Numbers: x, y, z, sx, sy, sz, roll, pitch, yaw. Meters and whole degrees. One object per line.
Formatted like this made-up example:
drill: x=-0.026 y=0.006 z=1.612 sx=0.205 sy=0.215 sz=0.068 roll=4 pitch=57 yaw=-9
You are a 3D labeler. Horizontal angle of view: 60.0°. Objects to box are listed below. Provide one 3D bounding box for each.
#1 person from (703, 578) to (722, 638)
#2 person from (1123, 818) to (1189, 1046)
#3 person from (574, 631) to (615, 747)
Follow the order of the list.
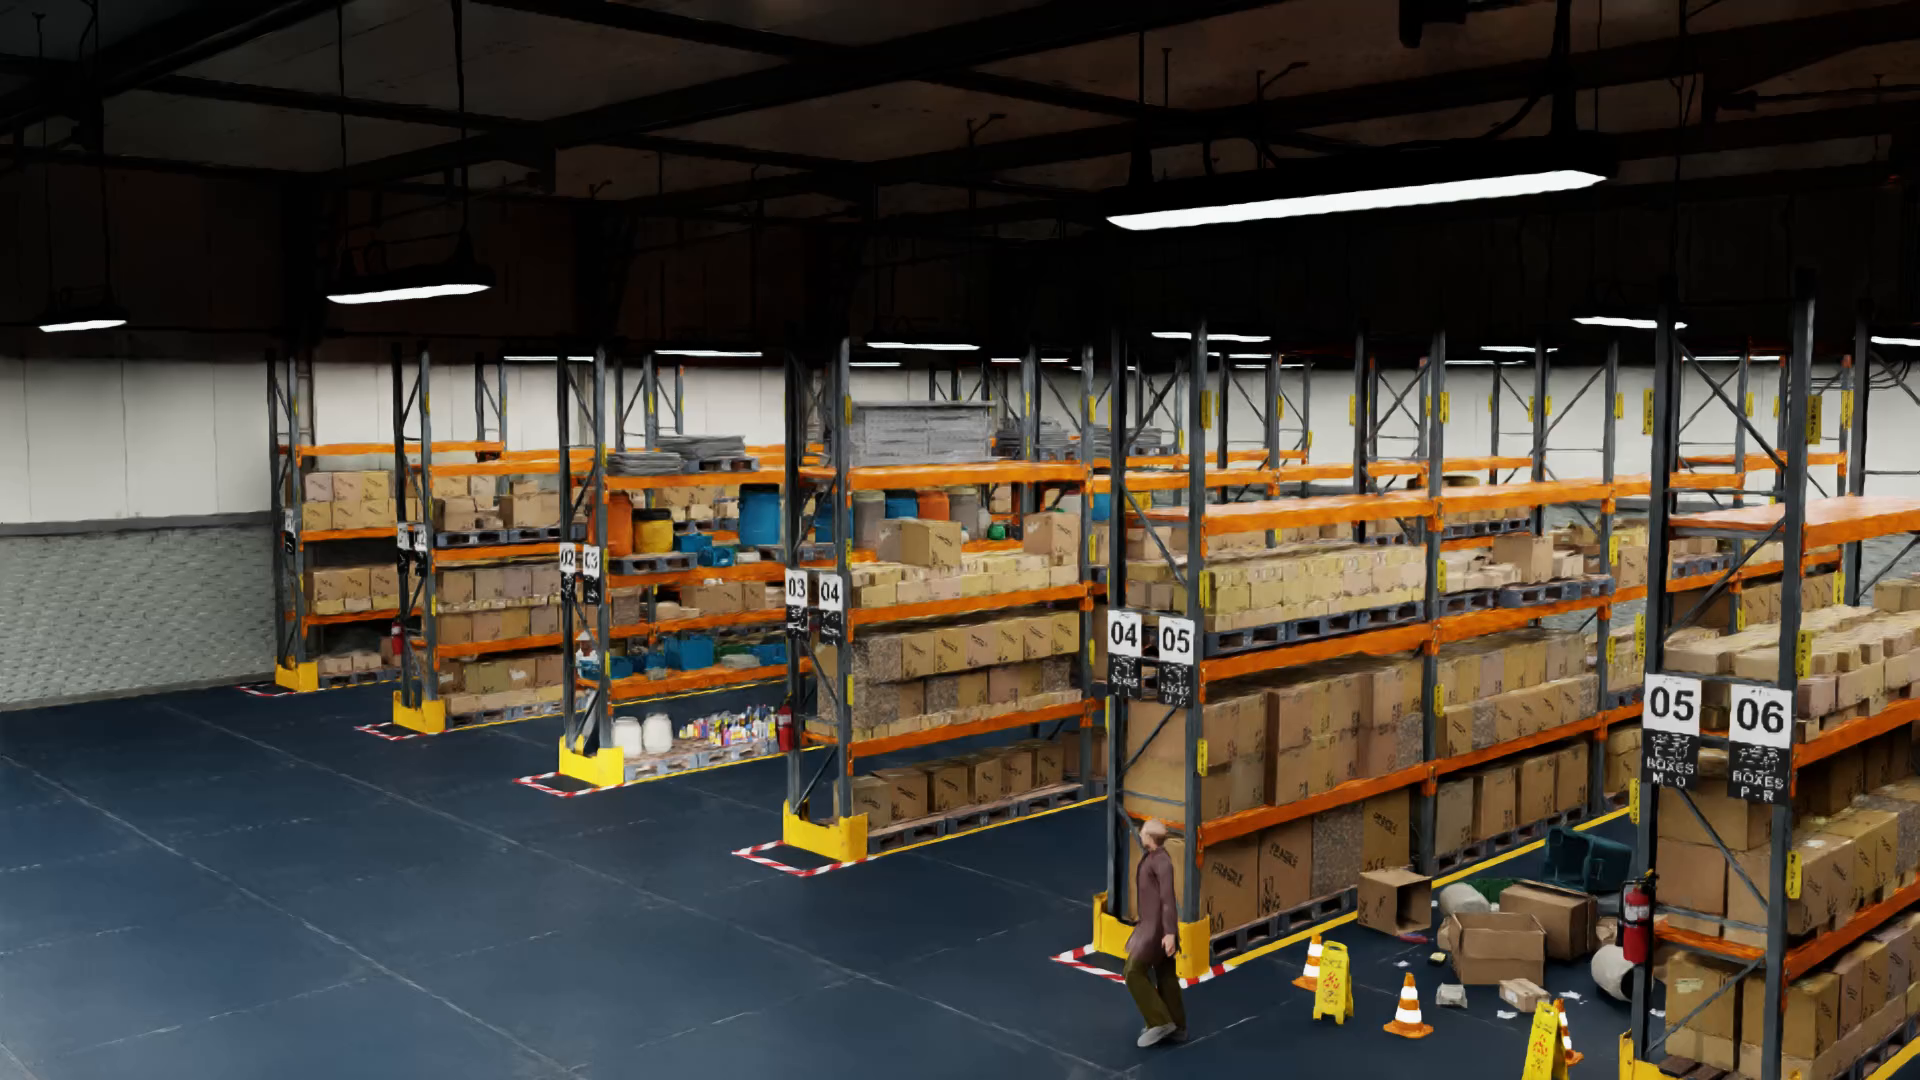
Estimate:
person: x=-5.003 y=1.356 z=33.723 sx=0.444 sy=1.781 sz=0.604 roll=2 pitch=5 yaw=22
person: x=1.576 y=3.117 z=13.315 sx=0.515 sy=1.764 sz=0.689 roll=1 pitch=5 yaw=12
person: x=-5.472 y=2.176 z=24.658 sx=0.598 sy=1.690 sz=1.094 roll=4 pitch=6 yaw=37
